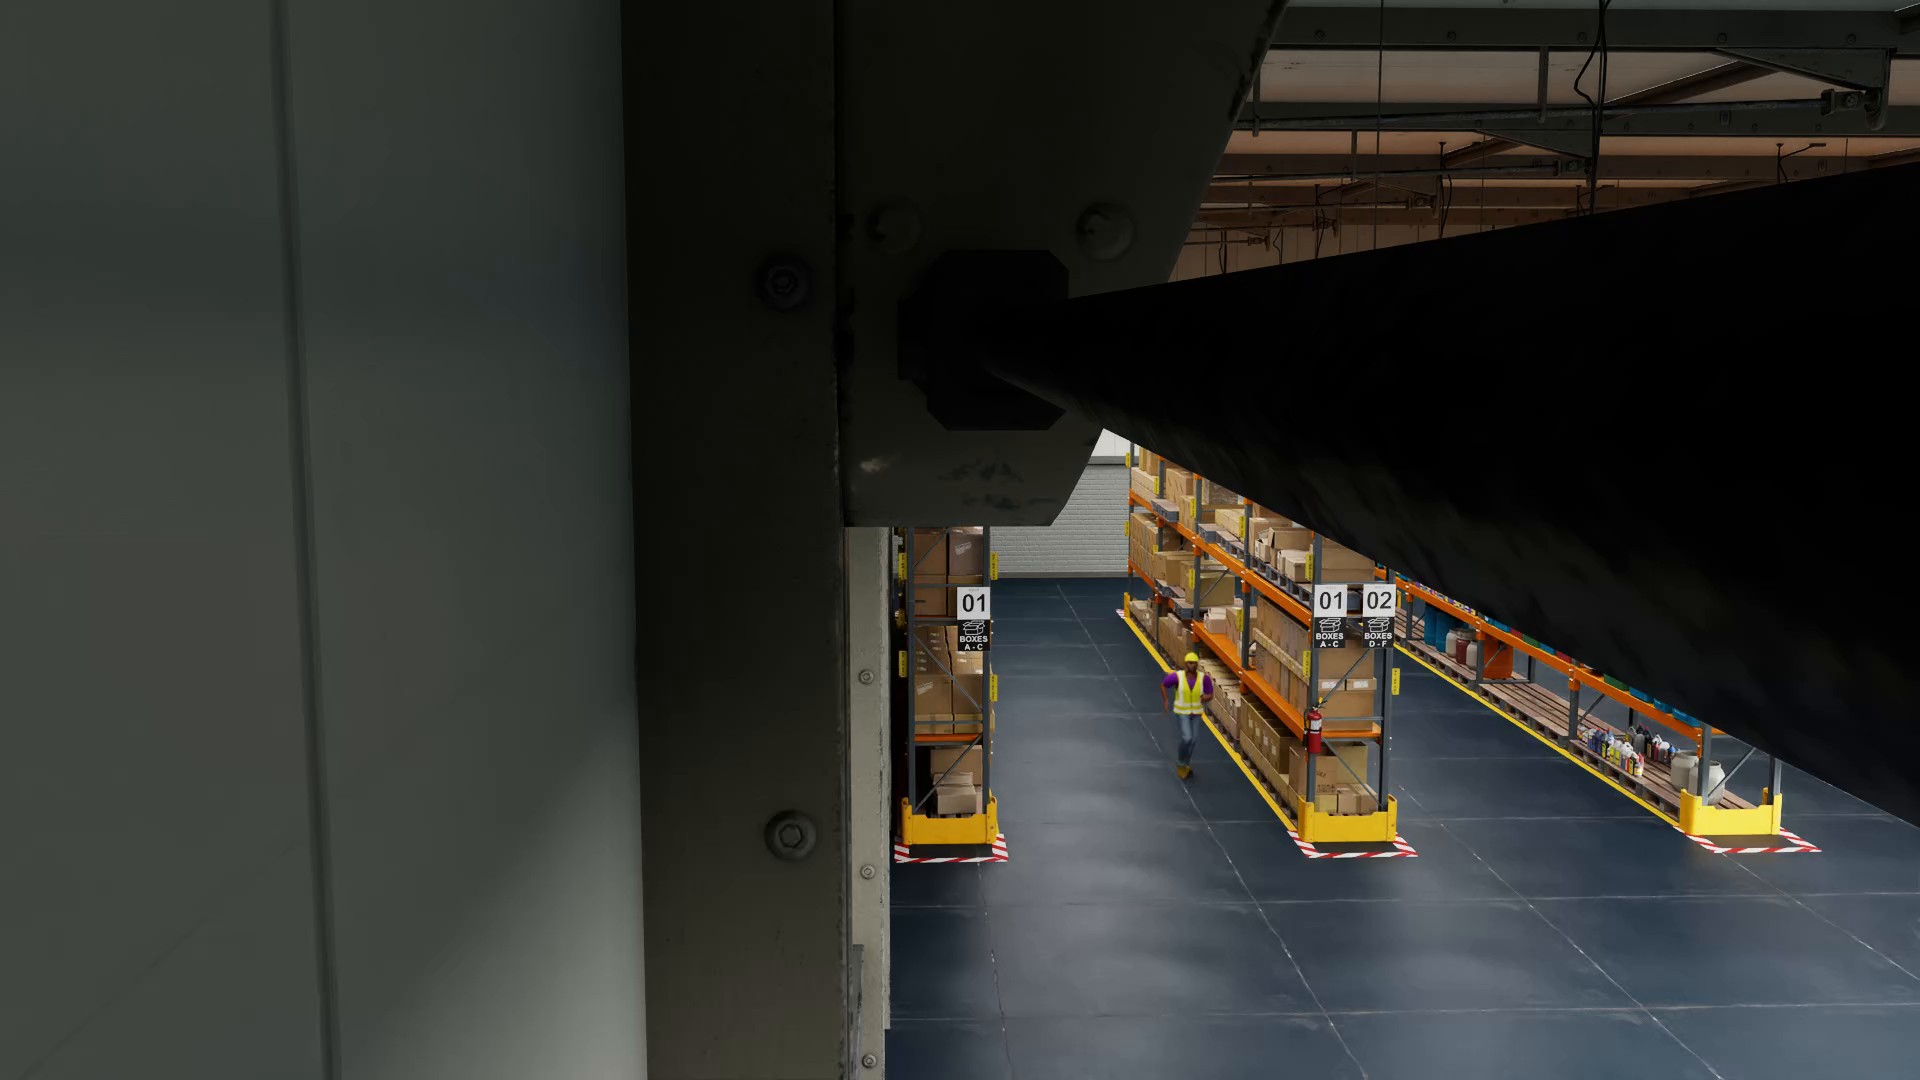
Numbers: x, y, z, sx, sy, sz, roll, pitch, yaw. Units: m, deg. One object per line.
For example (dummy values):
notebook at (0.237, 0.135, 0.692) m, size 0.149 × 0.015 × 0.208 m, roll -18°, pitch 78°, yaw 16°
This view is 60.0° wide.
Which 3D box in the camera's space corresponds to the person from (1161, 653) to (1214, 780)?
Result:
person at (3.229, 2.467, 23.407) m, size 0.685 × 1.785 × 0.692 m, roll -1°, pitch 7°, yaw -10°
